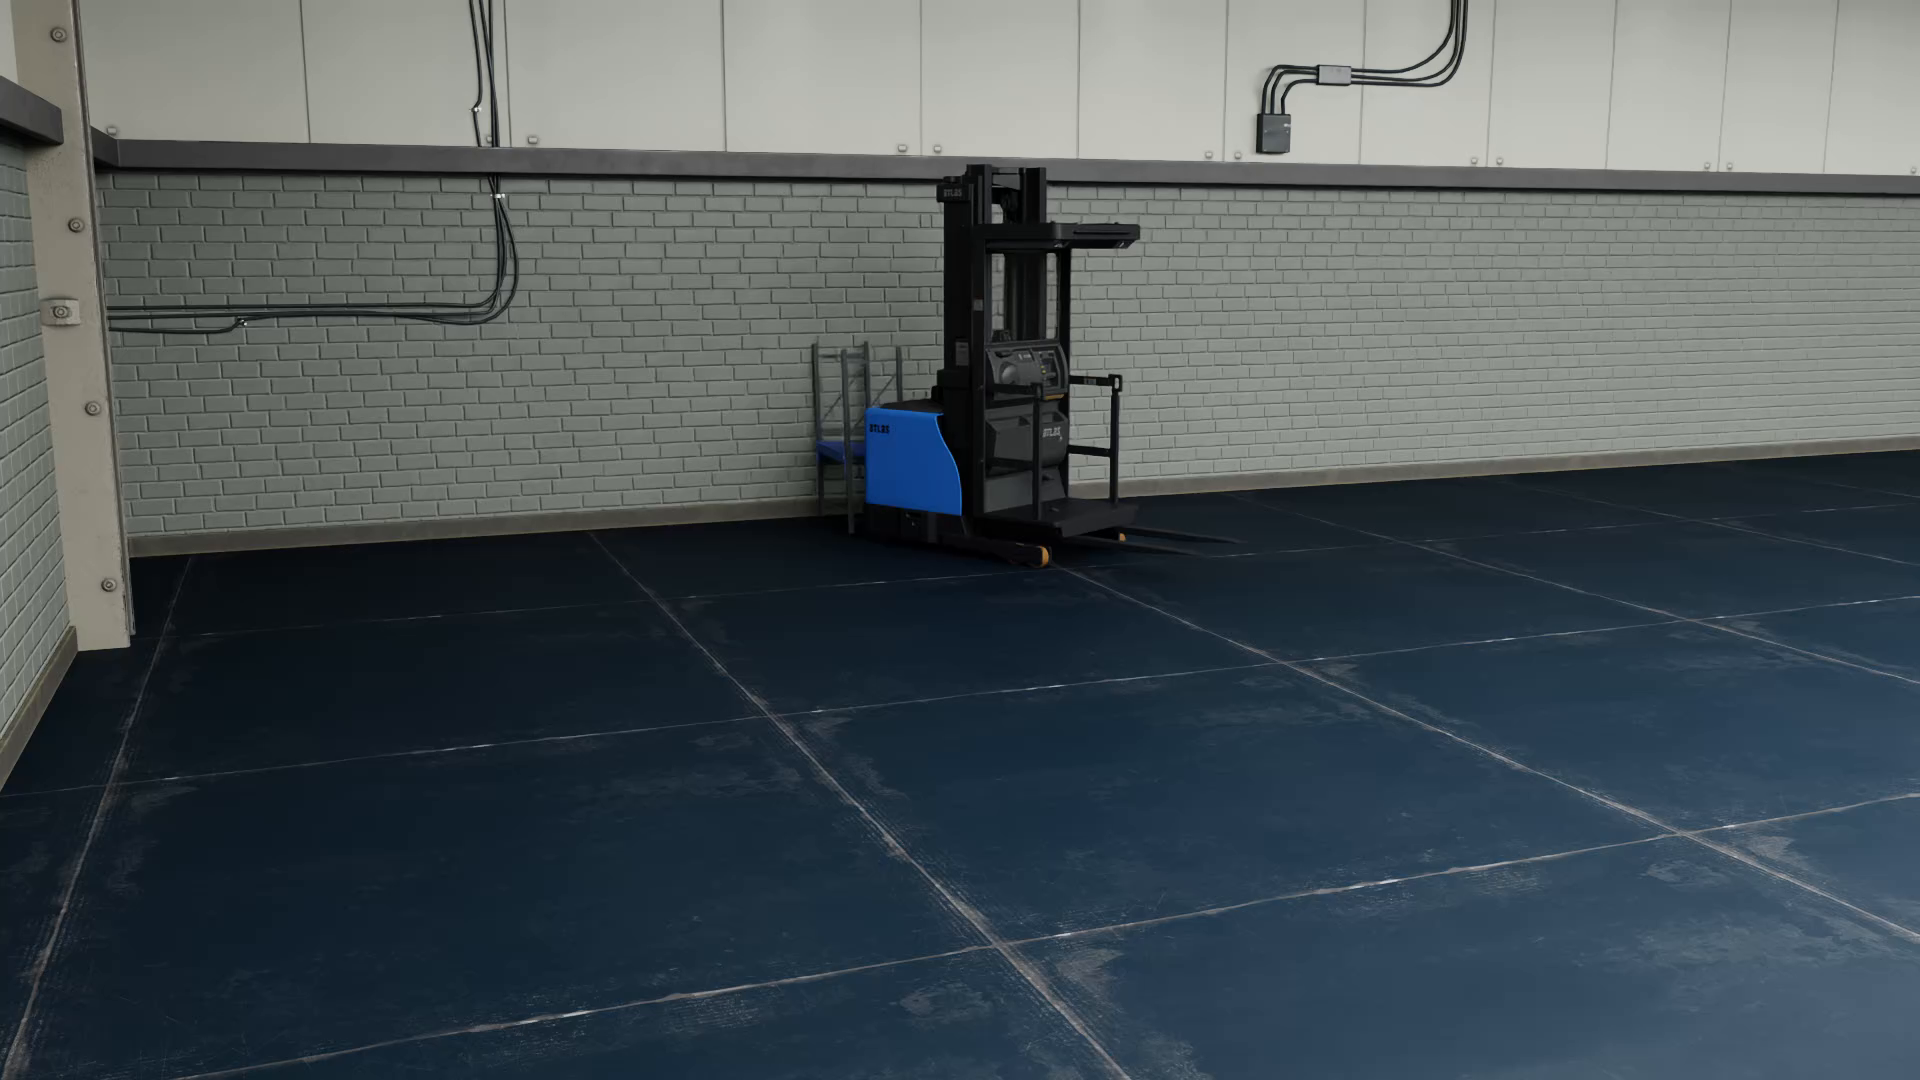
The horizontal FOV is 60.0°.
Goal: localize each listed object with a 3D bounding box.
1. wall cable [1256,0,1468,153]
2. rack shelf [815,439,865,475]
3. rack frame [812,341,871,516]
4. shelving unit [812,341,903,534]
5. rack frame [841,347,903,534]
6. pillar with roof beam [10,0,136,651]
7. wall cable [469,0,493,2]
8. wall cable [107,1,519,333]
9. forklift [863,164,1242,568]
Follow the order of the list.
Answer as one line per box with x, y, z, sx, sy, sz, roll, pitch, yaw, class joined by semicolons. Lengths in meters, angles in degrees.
3.880;-6.658;15.443;2.305;6.003;0.169;-4;11;-21;wall cable
-0.850;-0.716;14.099;0.538;0.185;1.000;-5;11;-18;rack shelf
-1.014;-0.973;14.544;0.500;1.500;0.032;-5;11;-18;rack frame
-0.855;-0.893;14.068;0.538;1.500;1.048;-5;11;-18;shelving unit
-0.696;-0.814;13.591;0.500;1.500;0.032;-5;11;-18;rack frame
-1.126;-4.092;10.729;9.100;9.000;0.400;-4;11;-21;pillar with roof beam
-2.452;-5.513;13.163;3.097;2.526;0.112;-4;11;-21;wall cable
-4.973;-2.855;12.641;3.097;2.526;0.112;-4;11;-21;wall cable
0.679;-1.340;12.586;3.031;2.935;1.130;8;13;39;forklift
